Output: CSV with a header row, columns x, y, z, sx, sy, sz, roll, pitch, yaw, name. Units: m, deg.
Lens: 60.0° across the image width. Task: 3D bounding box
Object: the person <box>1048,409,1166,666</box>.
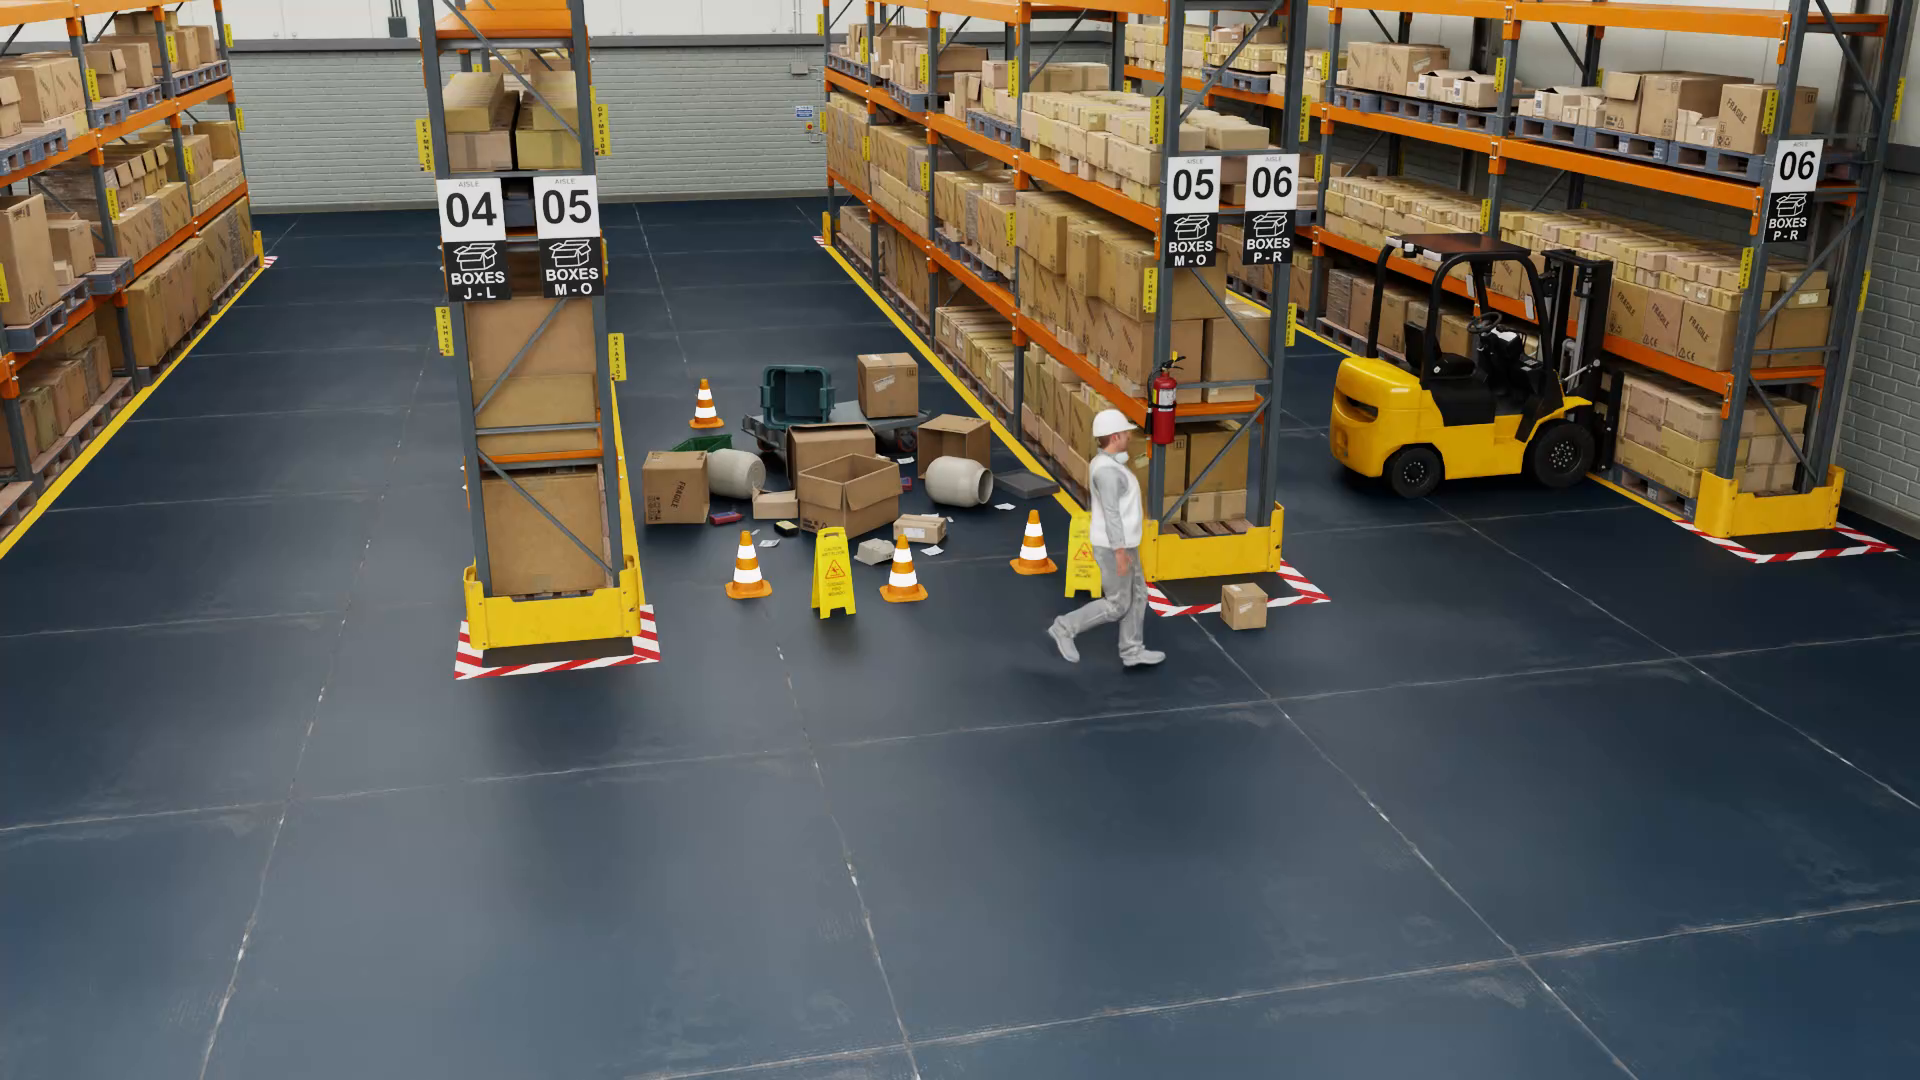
x,y,z,sx,sy,sz,roll,pitch,yaw,name
0.996,0.000,11.012,0.796,1.741,0.584,2,20,5,person
